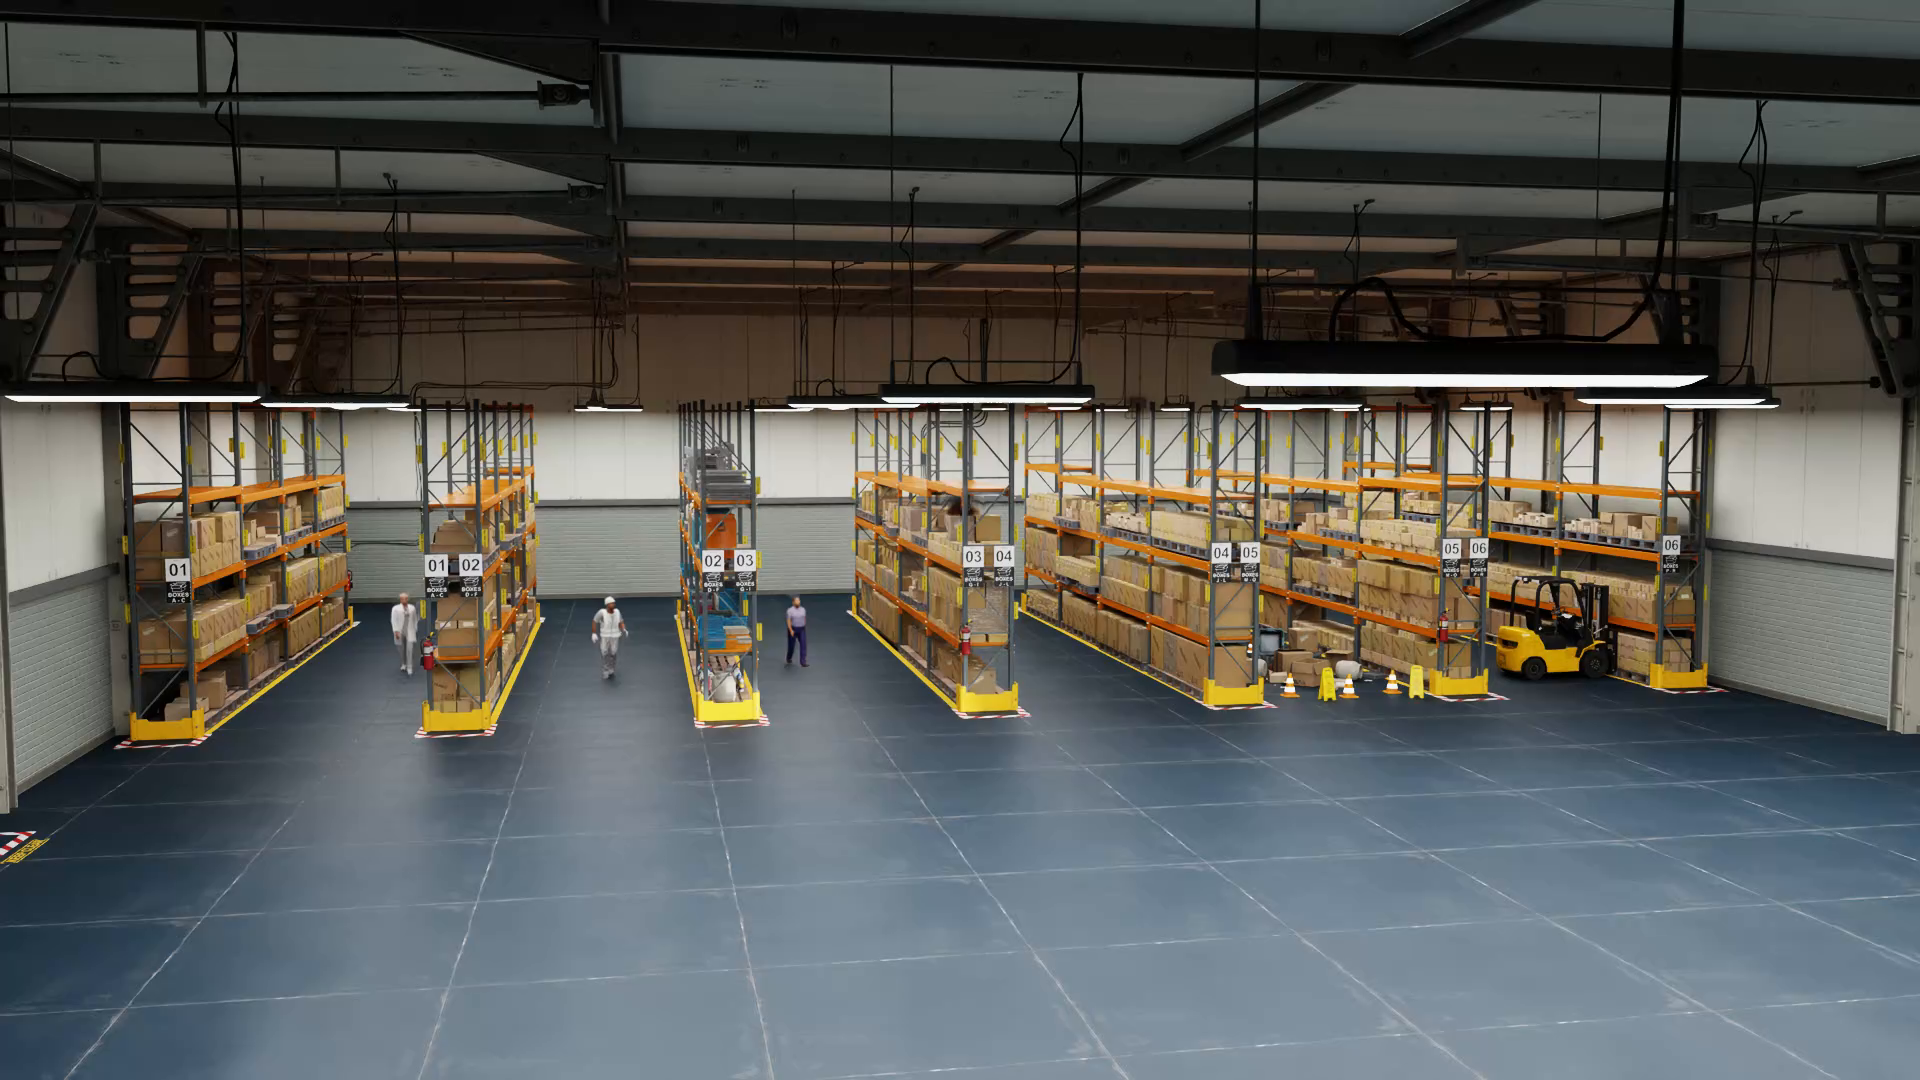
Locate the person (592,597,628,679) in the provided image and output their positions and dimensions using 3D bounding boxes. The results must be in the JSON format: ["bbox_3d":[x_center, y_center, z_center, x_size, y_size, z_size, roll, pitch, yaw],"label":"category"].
[{"bbox_3d":[-7.647,2.146,36.346,0.758,1.809,0.876,-1,4,-12],"label":"person"}]

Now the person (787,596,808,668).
[{"bbox_3d":[-3.706,2.086,37.767,0.484,1.588,0.978,-1,5,-19],"label":"person"}]

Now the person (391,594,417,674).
[{"bbox_3d":[-12.324,2.056,36.835,0.515,1.728,1.048,-1,4,-13],"label":"person"}]
